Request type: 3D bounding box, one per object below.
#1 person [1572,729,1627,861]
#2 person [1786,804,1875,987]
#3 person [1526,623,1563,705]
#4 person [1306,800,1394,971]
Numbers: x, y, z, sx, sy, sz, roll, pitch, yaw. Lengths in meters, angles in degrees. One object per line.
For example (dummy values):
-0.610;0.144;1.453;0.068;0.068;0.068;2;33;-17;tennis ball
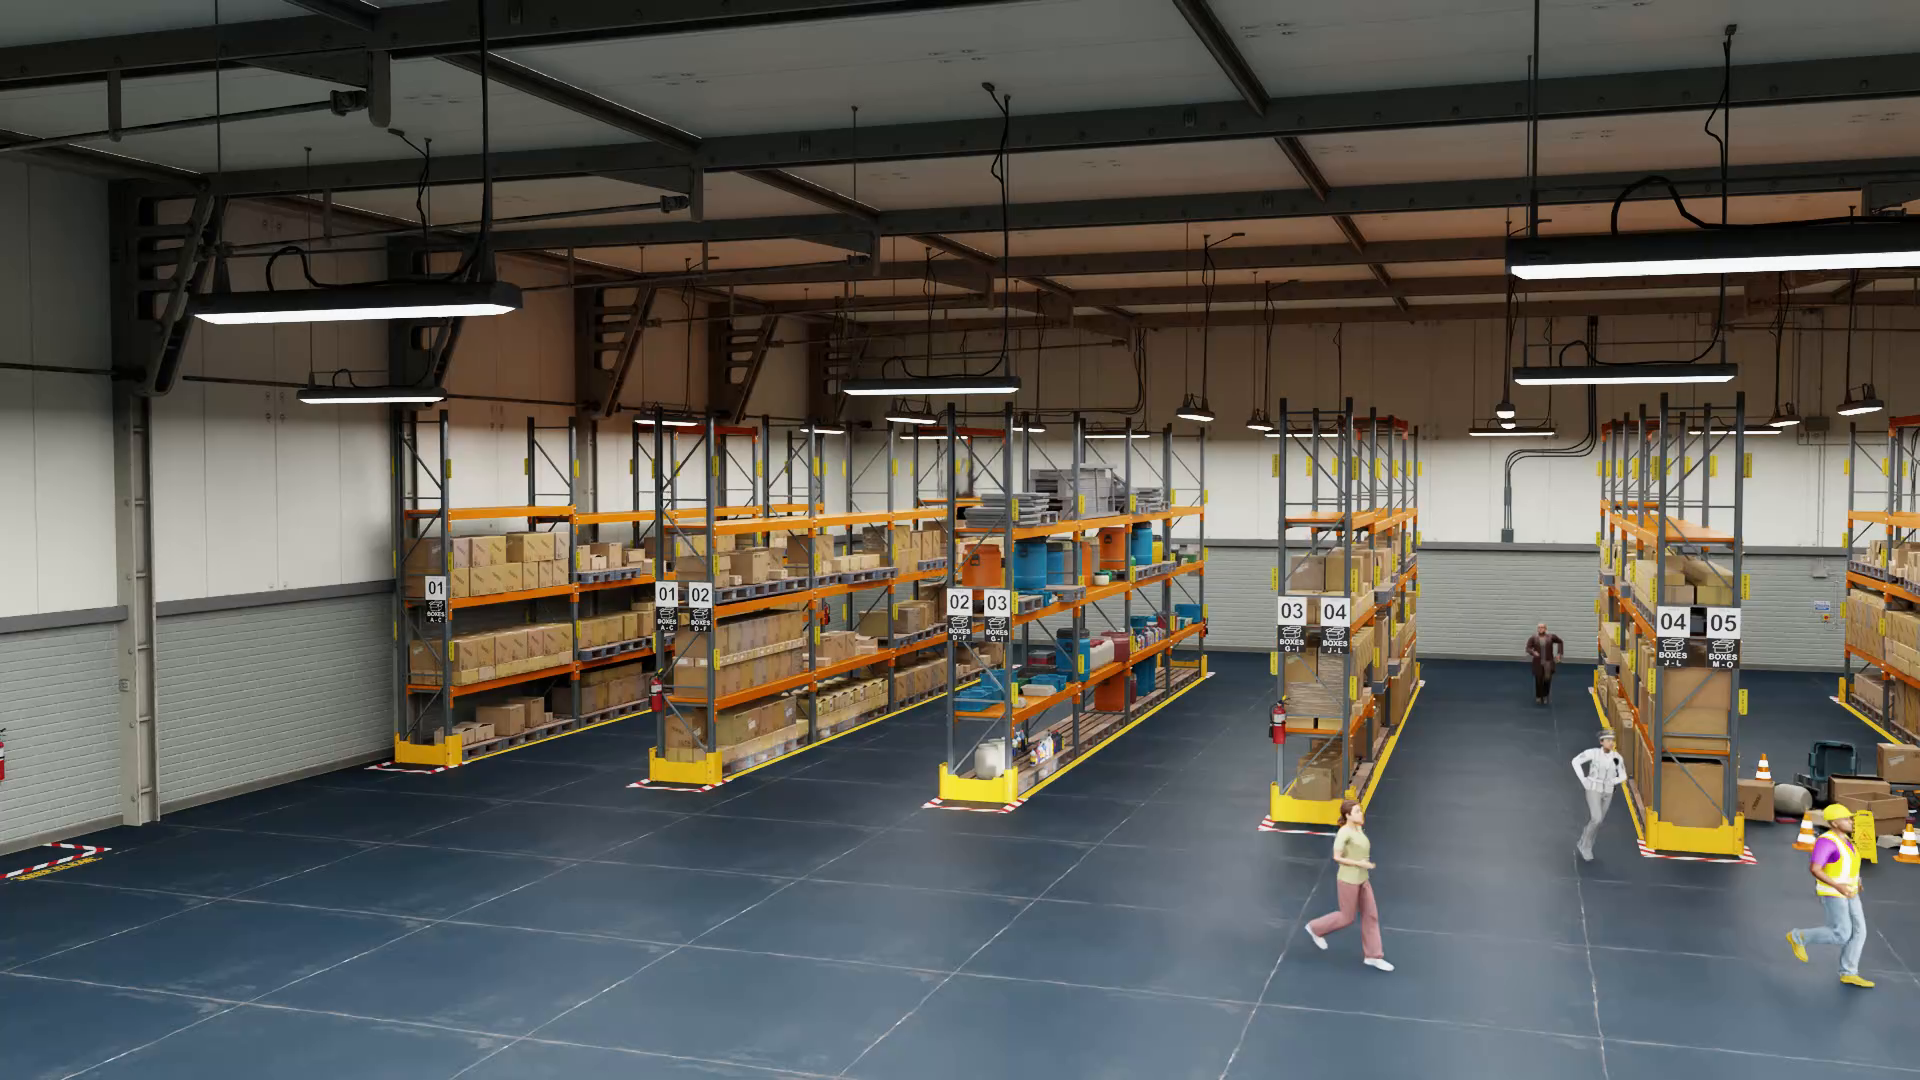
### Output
8.220;3.258;21.363;0.603;1.702;0.647;0;2;-4;person
8.541;3.445;16.263;0.697;1.740;0.792;-2;3;-41;person
12.309;2.607;35.042;0.728;1.736;0.911;1;3;25;person
3.935;3.441;16.751;0.934;1.664;0.578;2;3;40;person
